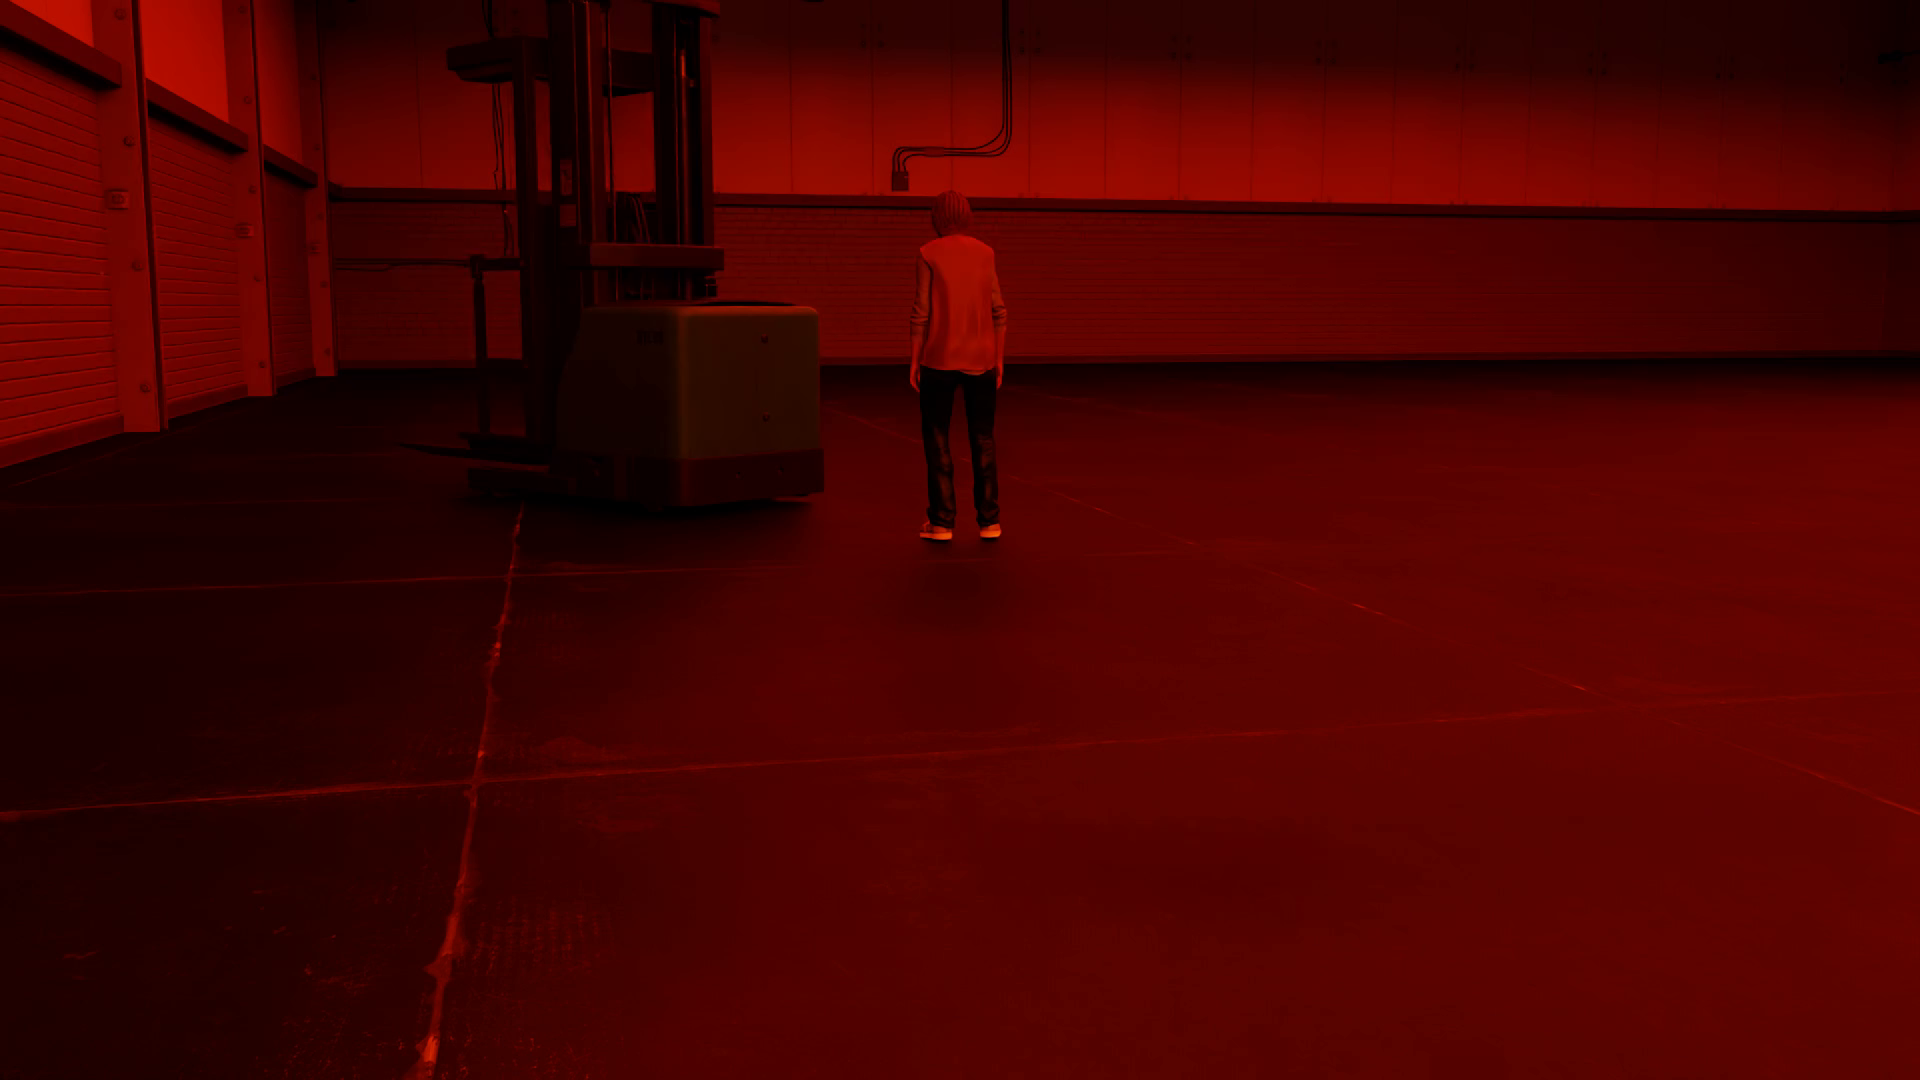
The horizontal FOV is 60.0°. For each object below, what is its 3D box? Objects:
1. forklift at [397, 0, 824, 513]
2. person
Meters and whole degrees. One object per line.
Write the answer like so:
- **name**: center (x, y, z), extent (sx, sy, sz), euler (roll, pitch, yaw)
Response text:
- **forklift**: center (-2.182, -1.734, 9.518), extent (3.031, 2.935, 1.130), euler (7, 11, 41)
- **person**: center (-0.011, -0.790, 7.616), extent (0.467, 1.591, 0.344), euler (-2, 8, -15)
